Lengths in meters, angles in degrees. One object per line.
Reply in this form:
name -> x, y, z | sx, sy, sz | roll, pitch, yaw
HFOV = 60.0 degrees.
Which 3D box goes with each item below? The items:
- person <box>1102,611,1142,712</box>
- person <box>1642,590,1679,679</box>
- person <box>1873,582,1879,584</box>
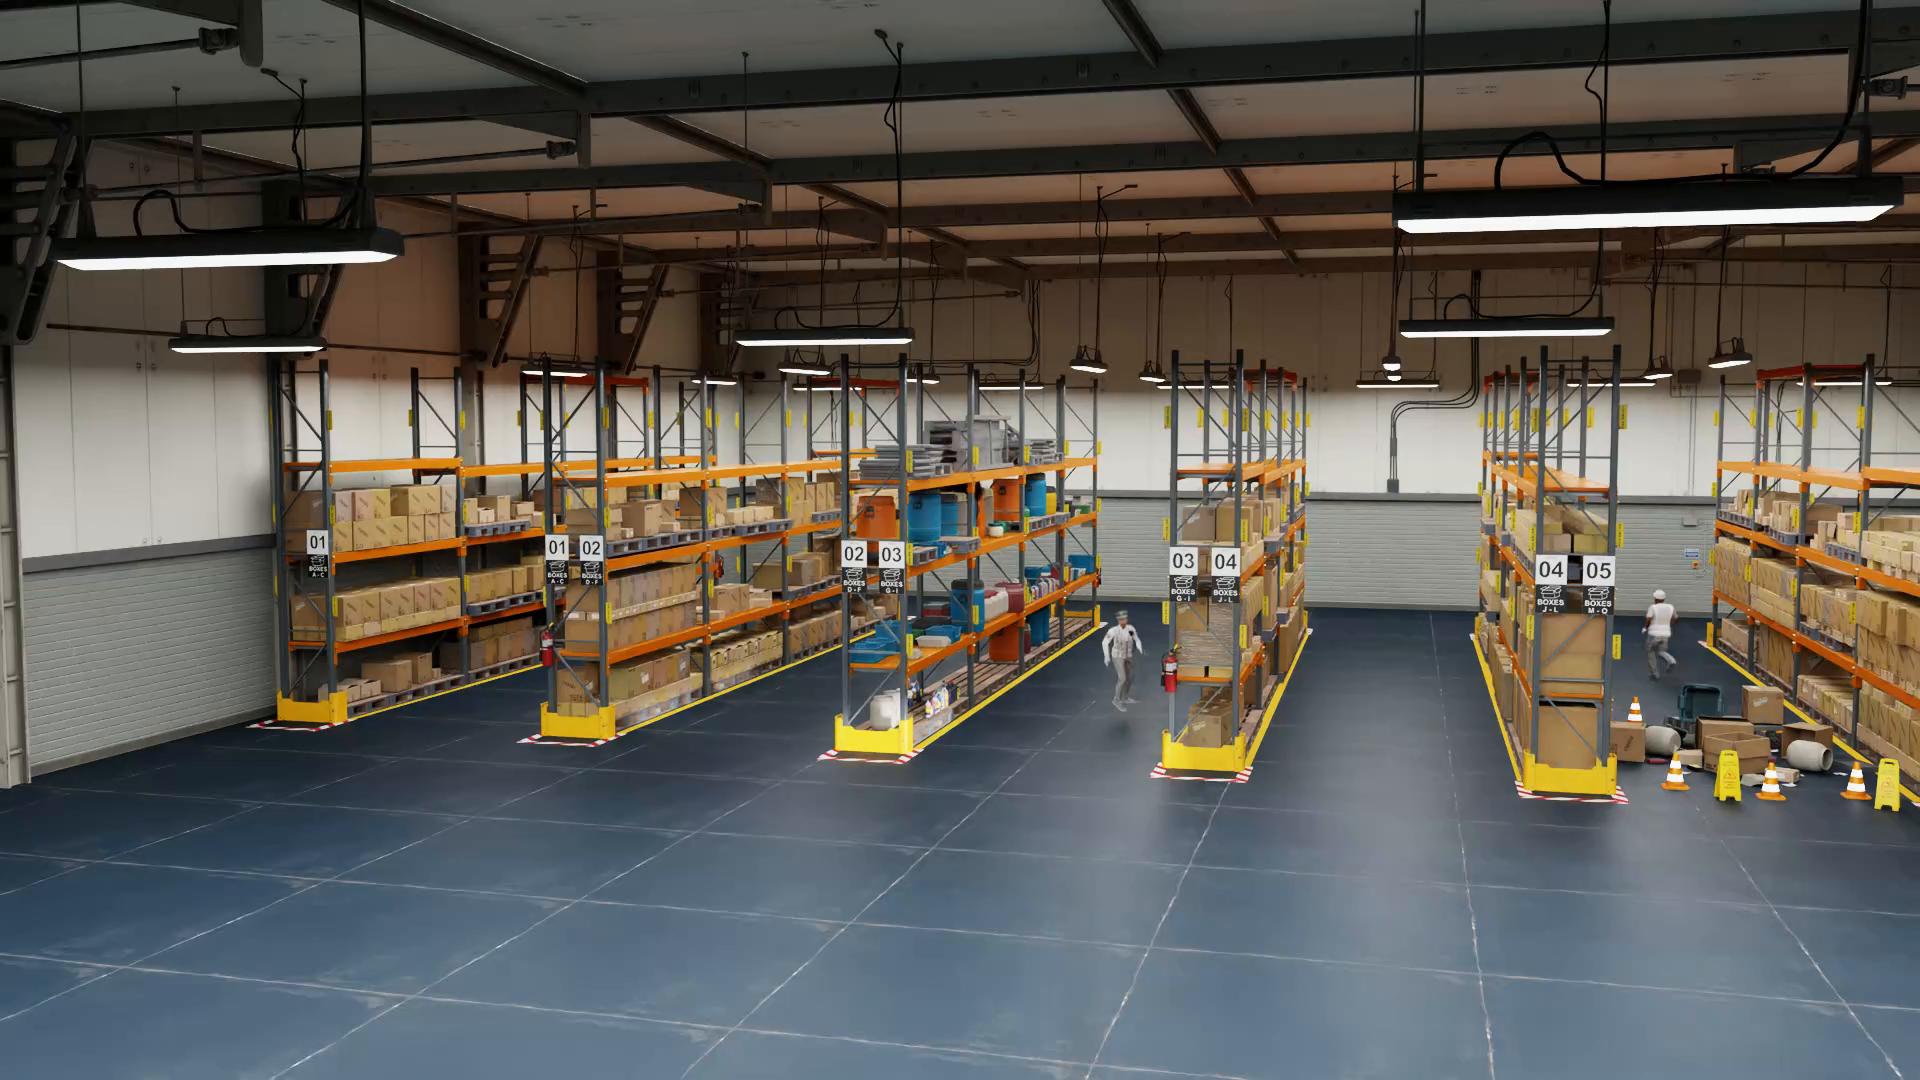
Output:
person -> 2.709, 1.981, 27.393 | 0.628, 1.660, 0.751 | -2, 5, -28
person -> 13.541, 1.834, 32.121 | 0.690, 1.736, 0.736 | 0, 4, -7
person -> 18.628, 1.721, 33.686 | 0.671, 1.735, 0.715 | -1, 4, -7
